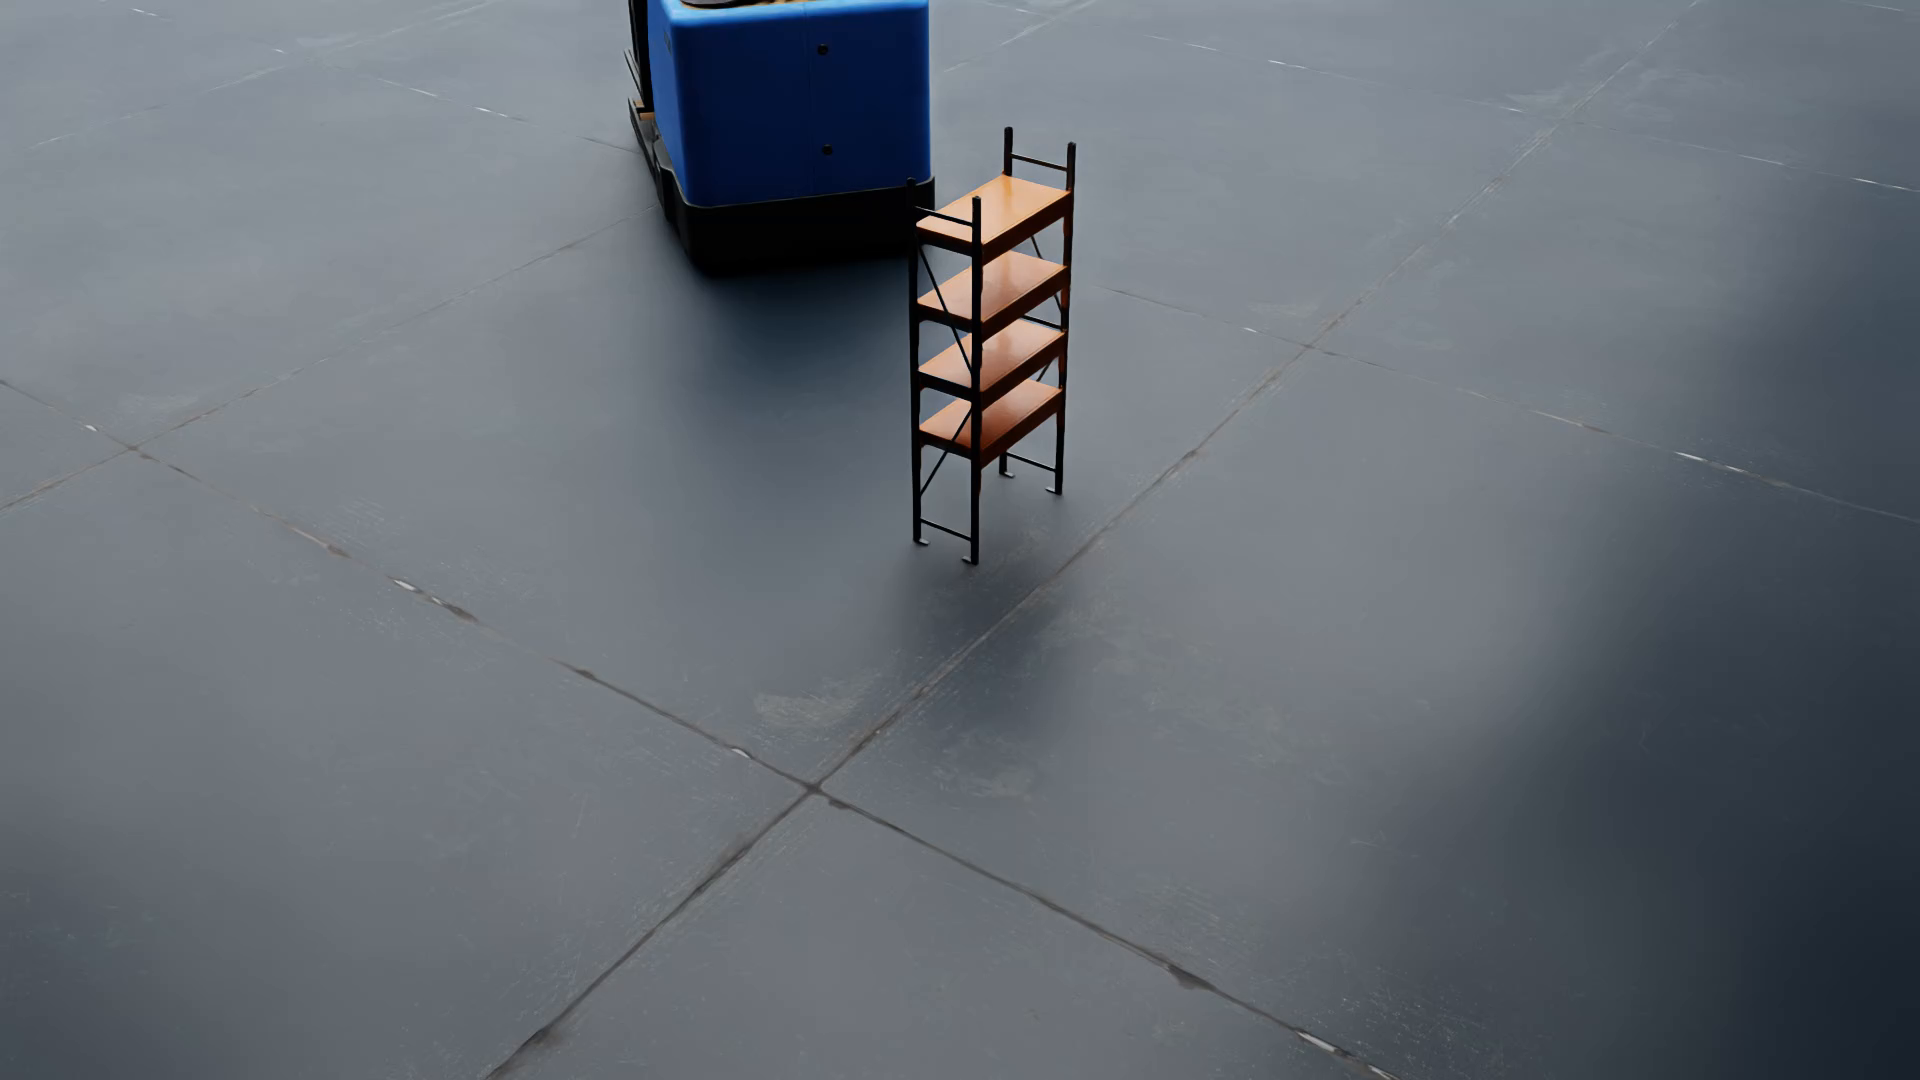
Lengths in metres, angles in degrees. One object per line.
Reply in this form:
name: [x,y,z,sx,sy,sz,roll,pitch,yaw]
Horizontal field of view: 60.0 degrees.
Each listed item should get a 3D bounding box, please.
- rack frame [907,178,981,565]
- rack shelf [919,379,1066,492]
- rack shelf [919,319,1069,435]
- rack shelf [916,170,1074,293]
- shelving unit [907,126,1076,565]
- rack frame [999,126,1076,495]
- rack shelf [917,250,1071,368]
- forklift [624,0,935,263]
rack frame: [-0.045,-0.461,4.860,0.240,1.200,0.015,21,39,28]
rack shelf: [0.094,-0.353,5.175,0.258,0.148,0.480,21,39,28]
rack shelf: [0.094,-0.517,5.064,0.258,0.148,0.480,21,39,28]
rack shelf: [0.094,-0.899,4.806,0.258,0.148,0.480,21,39,28]
shelving unit: [0.094,-0.573,5.027,0.258,1.200,0.503,21,39,28]
rack frame: [0.233,-0.686,5.193,0.240,1.200,0.015,21,39,28]
rack shelf: [0.094,-0.703,4.939,0.258,0.148,0.480,21,39,28]
forklift: [-1.004,-3.169,7.319,1.130,2.935,3.031,-9,35,-13]
